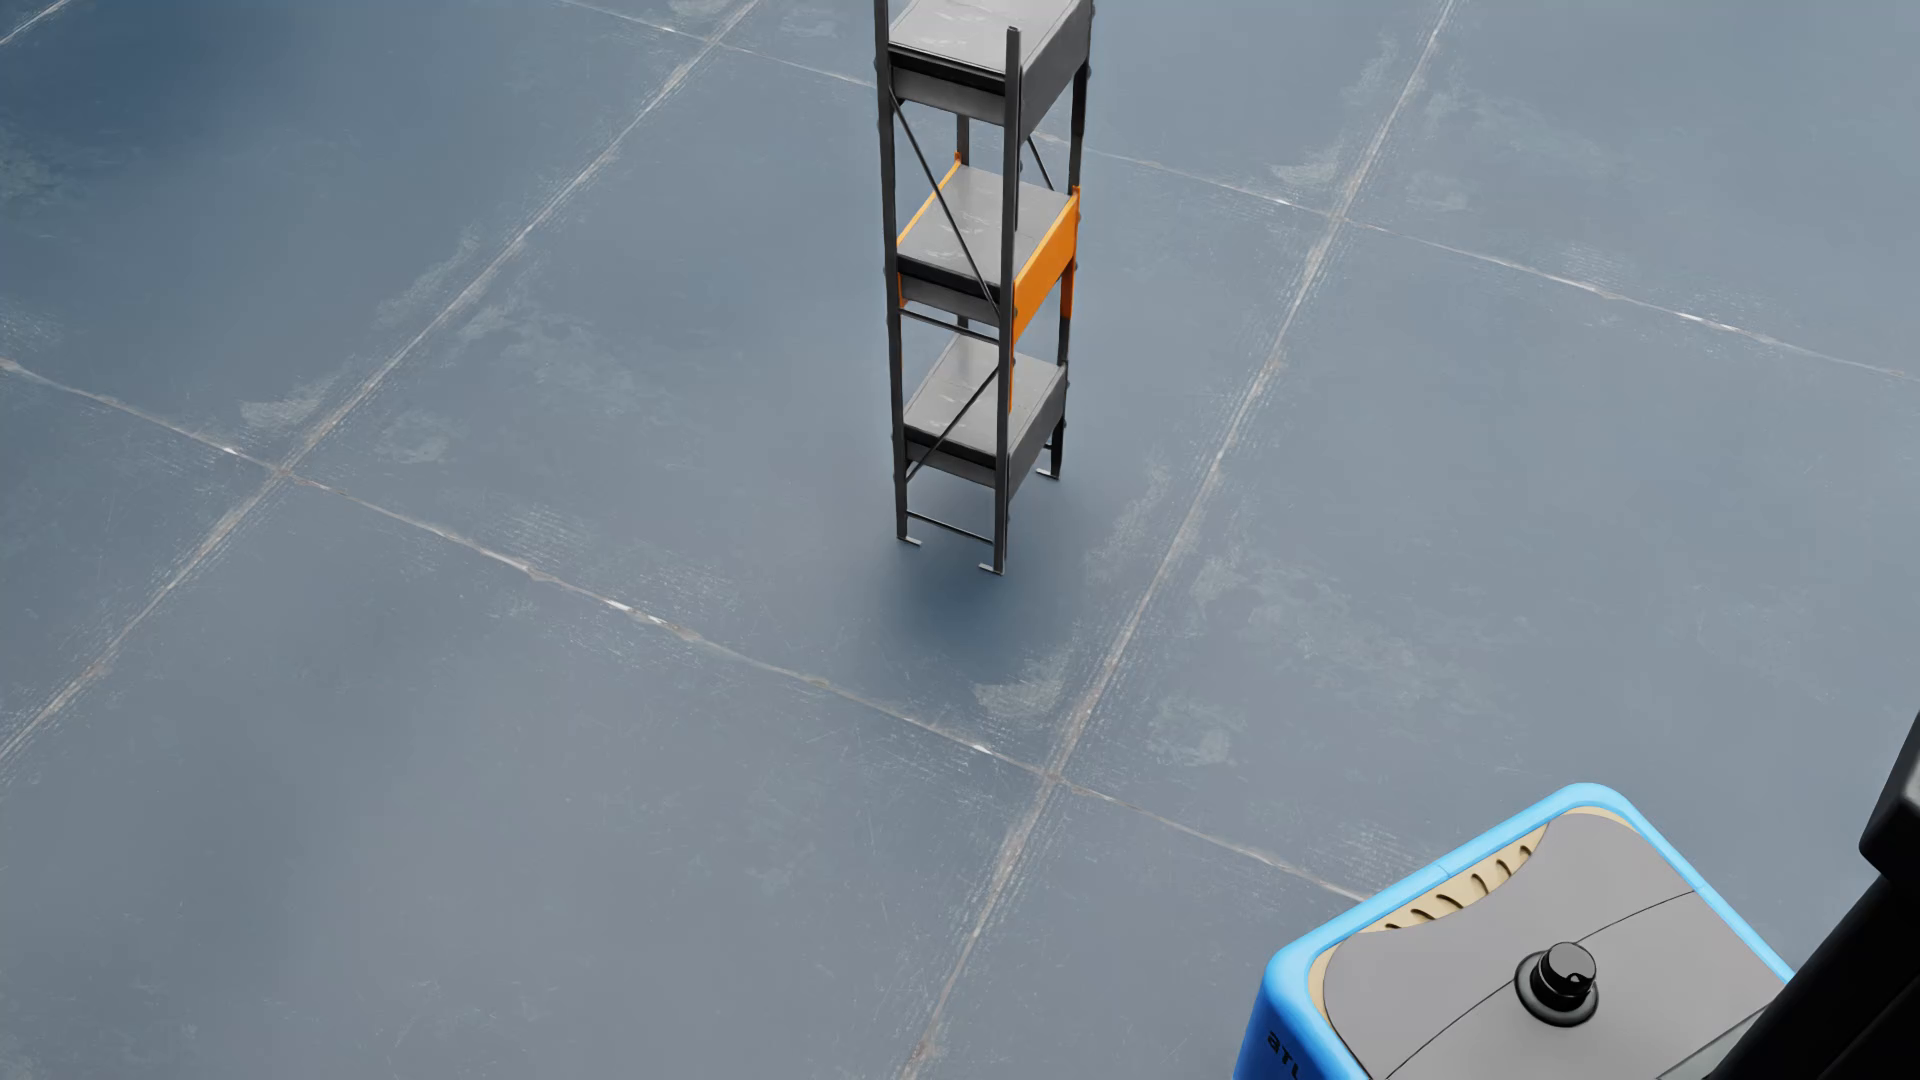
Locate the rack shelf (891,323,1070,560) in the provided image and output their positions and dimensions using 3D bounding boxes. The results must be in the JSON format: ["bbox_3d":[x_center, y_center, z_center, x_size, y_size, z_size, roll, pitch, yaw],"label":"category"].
[{"bbox_3d":[0.071,-0.332,5.591,0.431,0.518,0.480,20,52,16],"label":"rack shelf"}]

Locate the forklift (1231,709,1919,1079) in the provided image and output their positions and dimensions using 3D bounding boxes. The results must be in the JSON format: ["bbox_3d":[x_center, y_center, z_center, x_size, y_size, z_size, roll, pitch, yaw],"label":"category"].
[{"bbox_3d":[1.809,1.448,2.594,1.130,2.935,3.031,-24,54,-19],"label":"forklift"}]

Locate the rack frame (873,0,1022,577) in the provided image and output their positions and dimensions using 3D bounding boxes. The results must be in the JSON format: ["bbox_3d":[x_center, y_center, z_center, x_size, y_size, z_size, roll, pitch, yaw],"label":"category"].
[{"bbox_3d":[-0.034,-0.626,4.904,0.400,2.100,0.015,20,52,16],"label":"rack frame"}]

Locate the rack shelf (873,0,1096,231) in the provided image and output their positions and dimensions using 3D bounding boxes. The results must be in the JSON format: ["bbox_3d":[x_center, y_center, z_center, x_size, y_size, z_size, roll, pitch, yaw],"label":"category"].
[{"bbox_3d":[0.071,-1.239,4.525,0.431,0.518,0.480,20,52,16],"label":"rack shelf"}]

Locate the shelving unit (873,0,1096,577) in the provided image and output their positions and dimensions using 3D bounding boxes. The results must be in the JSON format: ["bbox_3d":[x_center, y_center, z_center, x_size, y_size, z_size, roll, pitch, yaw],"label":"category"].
[{"bbox_3d":[0.071,-0.794,5.047,0.431,2.100,0.503,20,52,16],"label":"shelving unit"}]

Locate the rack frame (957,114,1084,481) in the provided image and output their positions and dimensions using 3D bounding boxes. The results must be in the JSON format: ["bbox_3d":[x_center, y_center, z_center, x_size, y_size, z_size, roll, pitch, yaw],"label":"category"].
[{"bbox_3d":[0.175,-0.962,5.190,0.400,2.100,0.015,20,52,16],"label":"rack frame"}]

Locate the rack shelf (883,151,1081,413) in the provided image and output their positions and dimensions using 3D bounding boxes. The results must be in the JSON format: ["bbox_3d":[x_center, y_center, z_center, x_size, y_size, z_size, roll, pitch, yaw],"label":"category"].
[{"bbox_3d":[0.071,-0.786,5.058,0.431,0.518,0.480,20,52,16],"label":"rack shelf"}]
